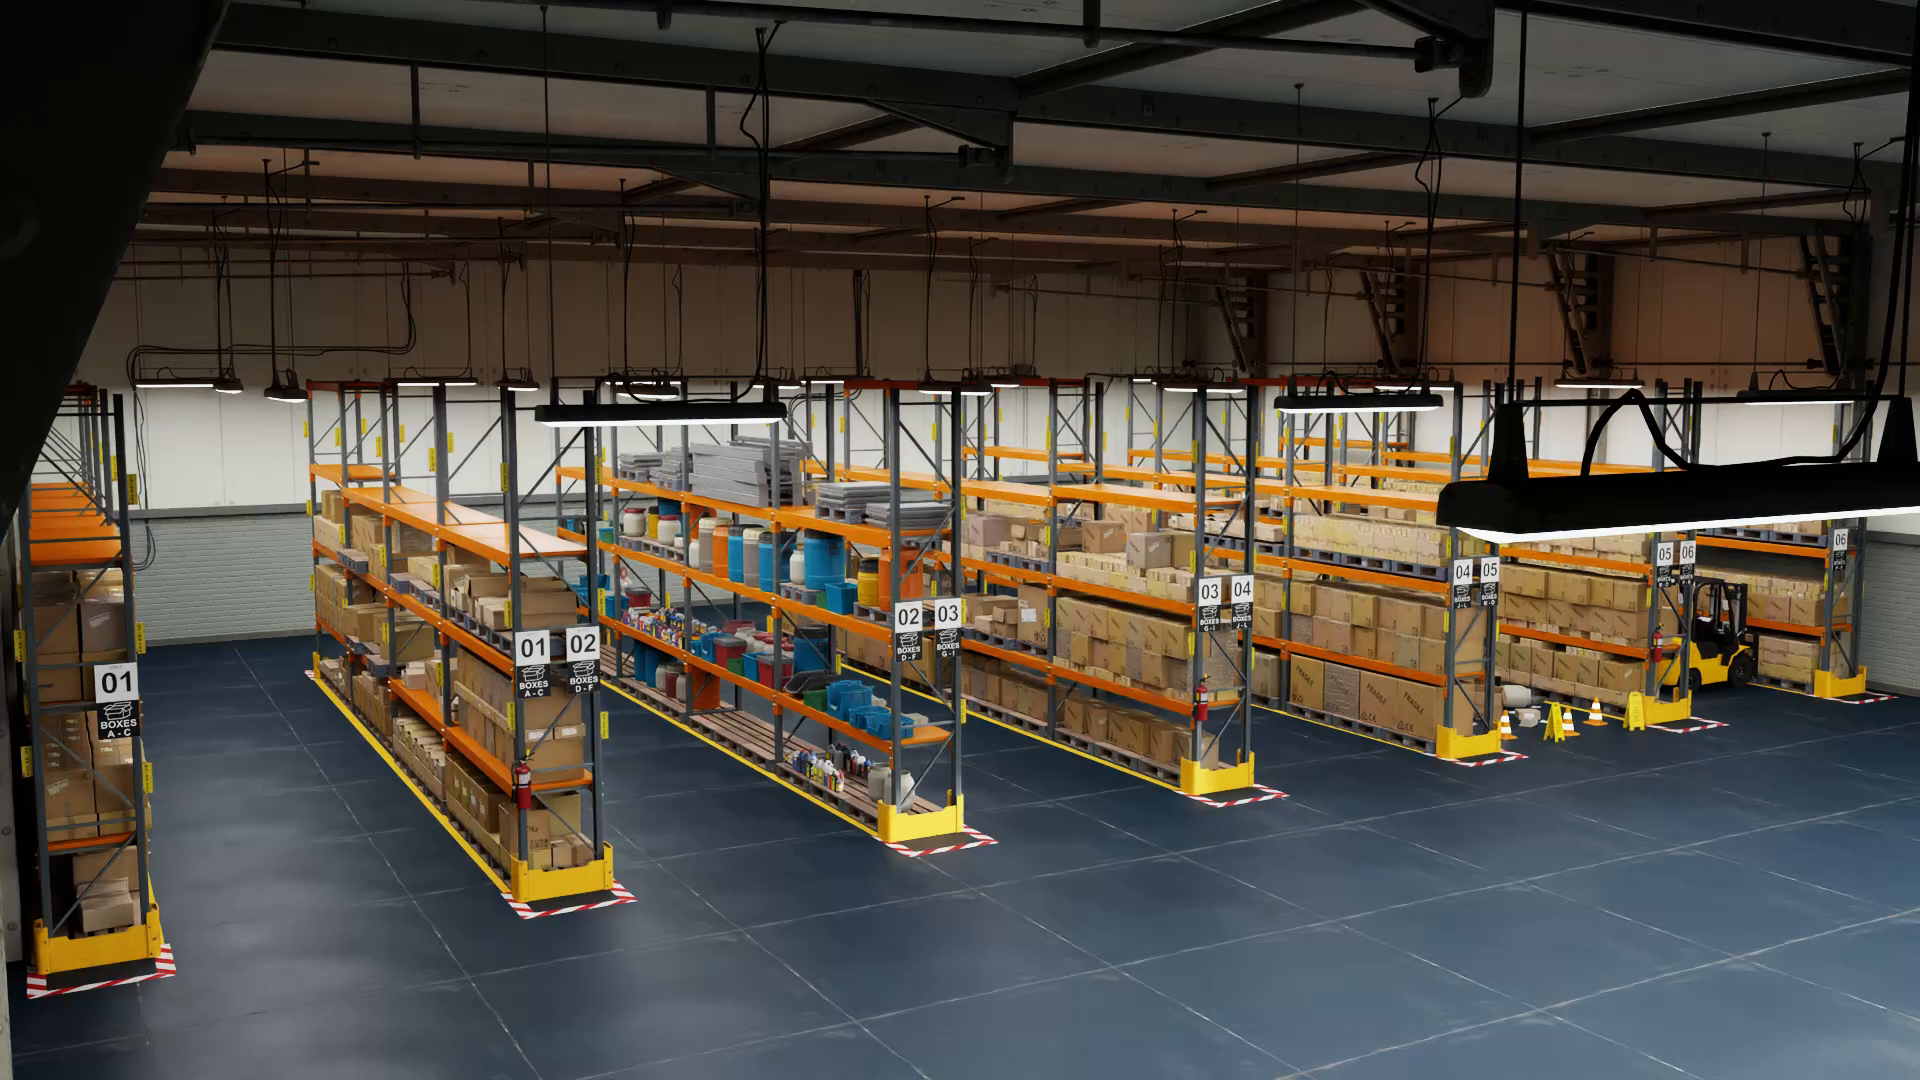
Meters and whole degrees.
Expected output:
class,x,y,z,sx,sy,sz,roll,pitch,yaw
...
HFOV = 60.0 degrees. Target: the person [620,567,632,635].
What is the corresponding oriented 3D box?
class,x,y,z,sx,sy,sz,roll,pitch,yaw
person,-7.847,1.419,38.904,0.434,1.512,0.972,-4,7,-30
